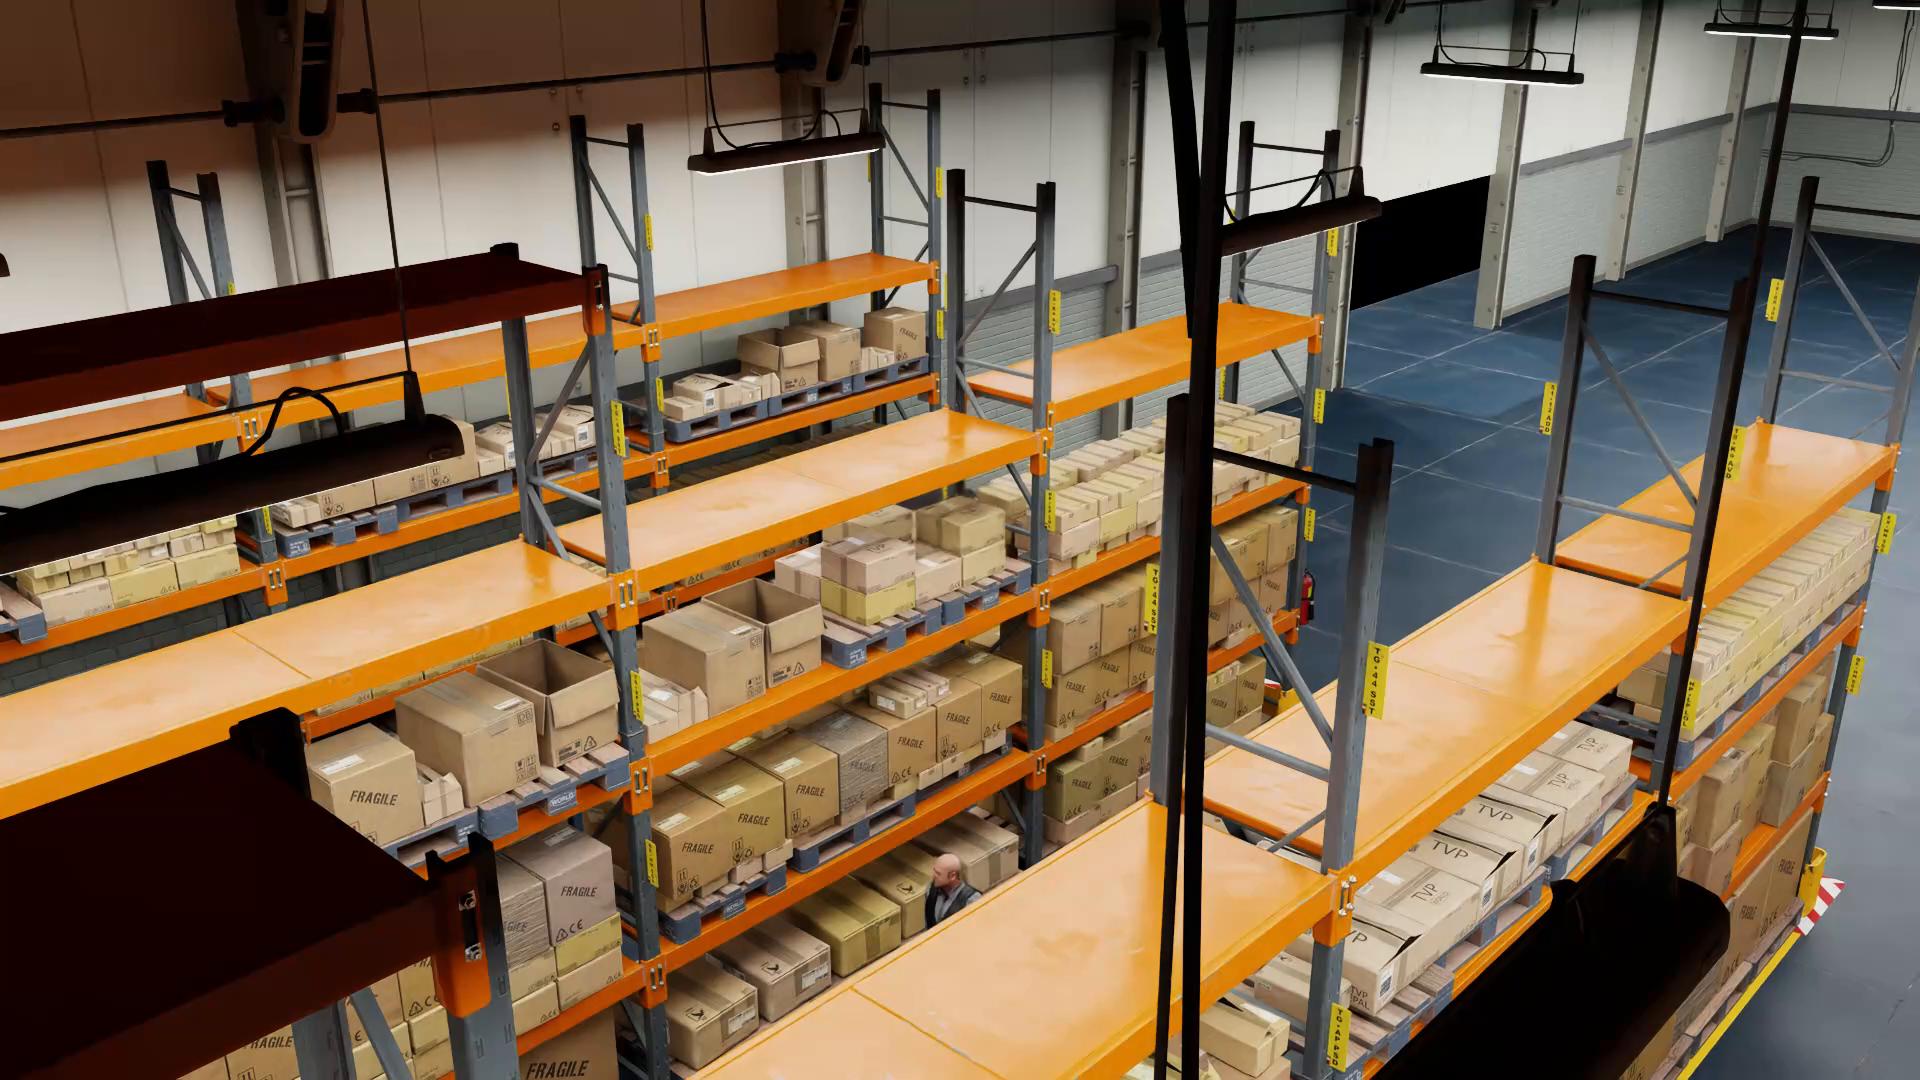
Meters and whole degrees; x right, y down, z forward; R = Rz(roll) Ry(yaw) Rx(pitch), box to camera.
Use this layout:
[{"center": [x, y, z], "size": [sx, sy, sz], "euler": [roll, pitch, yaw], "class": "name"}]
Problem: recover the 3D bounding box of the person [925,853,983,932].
[{"center": [-0.051, 3.001, 11.824], "size": [0.587, 1.664, 0.425], "euler": [17, 27, 38], "class": "person"}]
